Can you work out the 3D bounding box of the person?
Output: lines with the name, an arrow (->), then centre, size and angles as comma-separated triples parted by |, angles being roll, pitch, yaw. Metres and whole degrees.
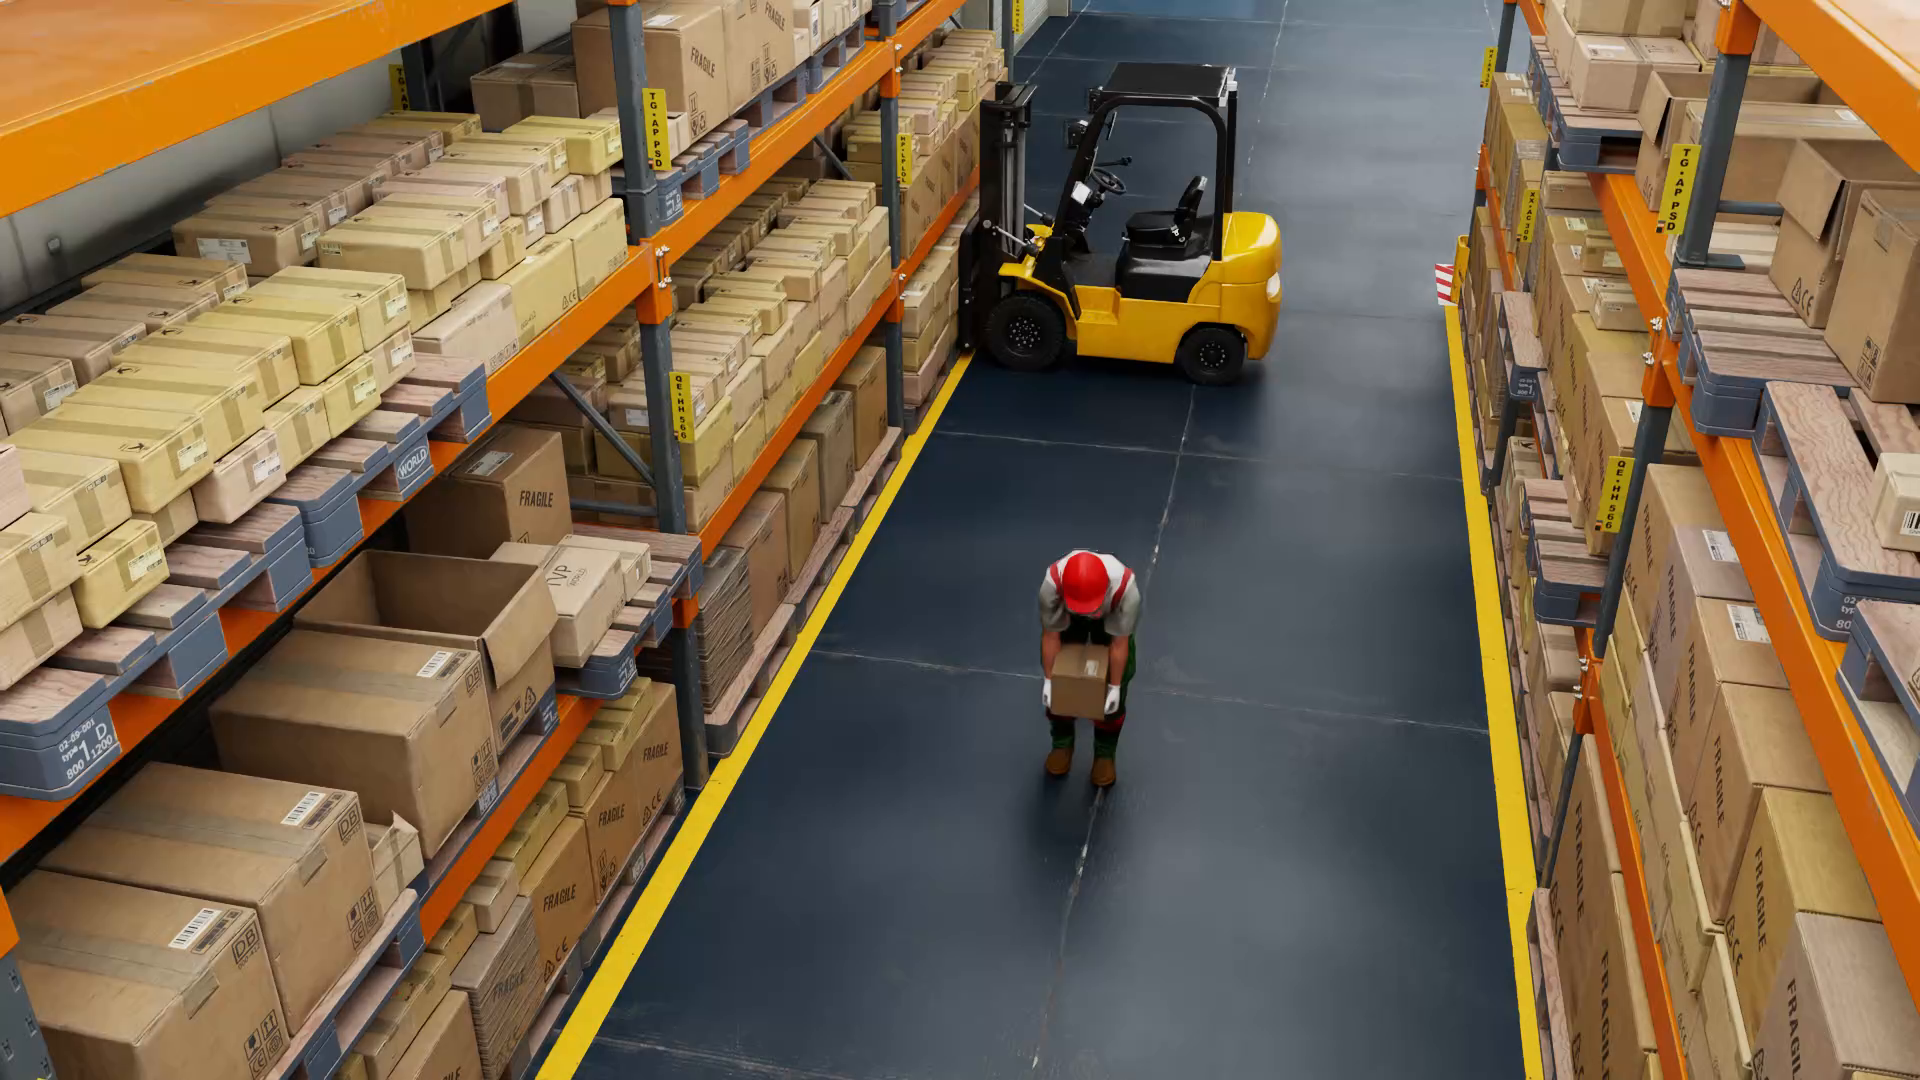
person -> 0.595, 0.569, 7.881 | 0.484, 1.472, 0.858 | 5, 29, 10
